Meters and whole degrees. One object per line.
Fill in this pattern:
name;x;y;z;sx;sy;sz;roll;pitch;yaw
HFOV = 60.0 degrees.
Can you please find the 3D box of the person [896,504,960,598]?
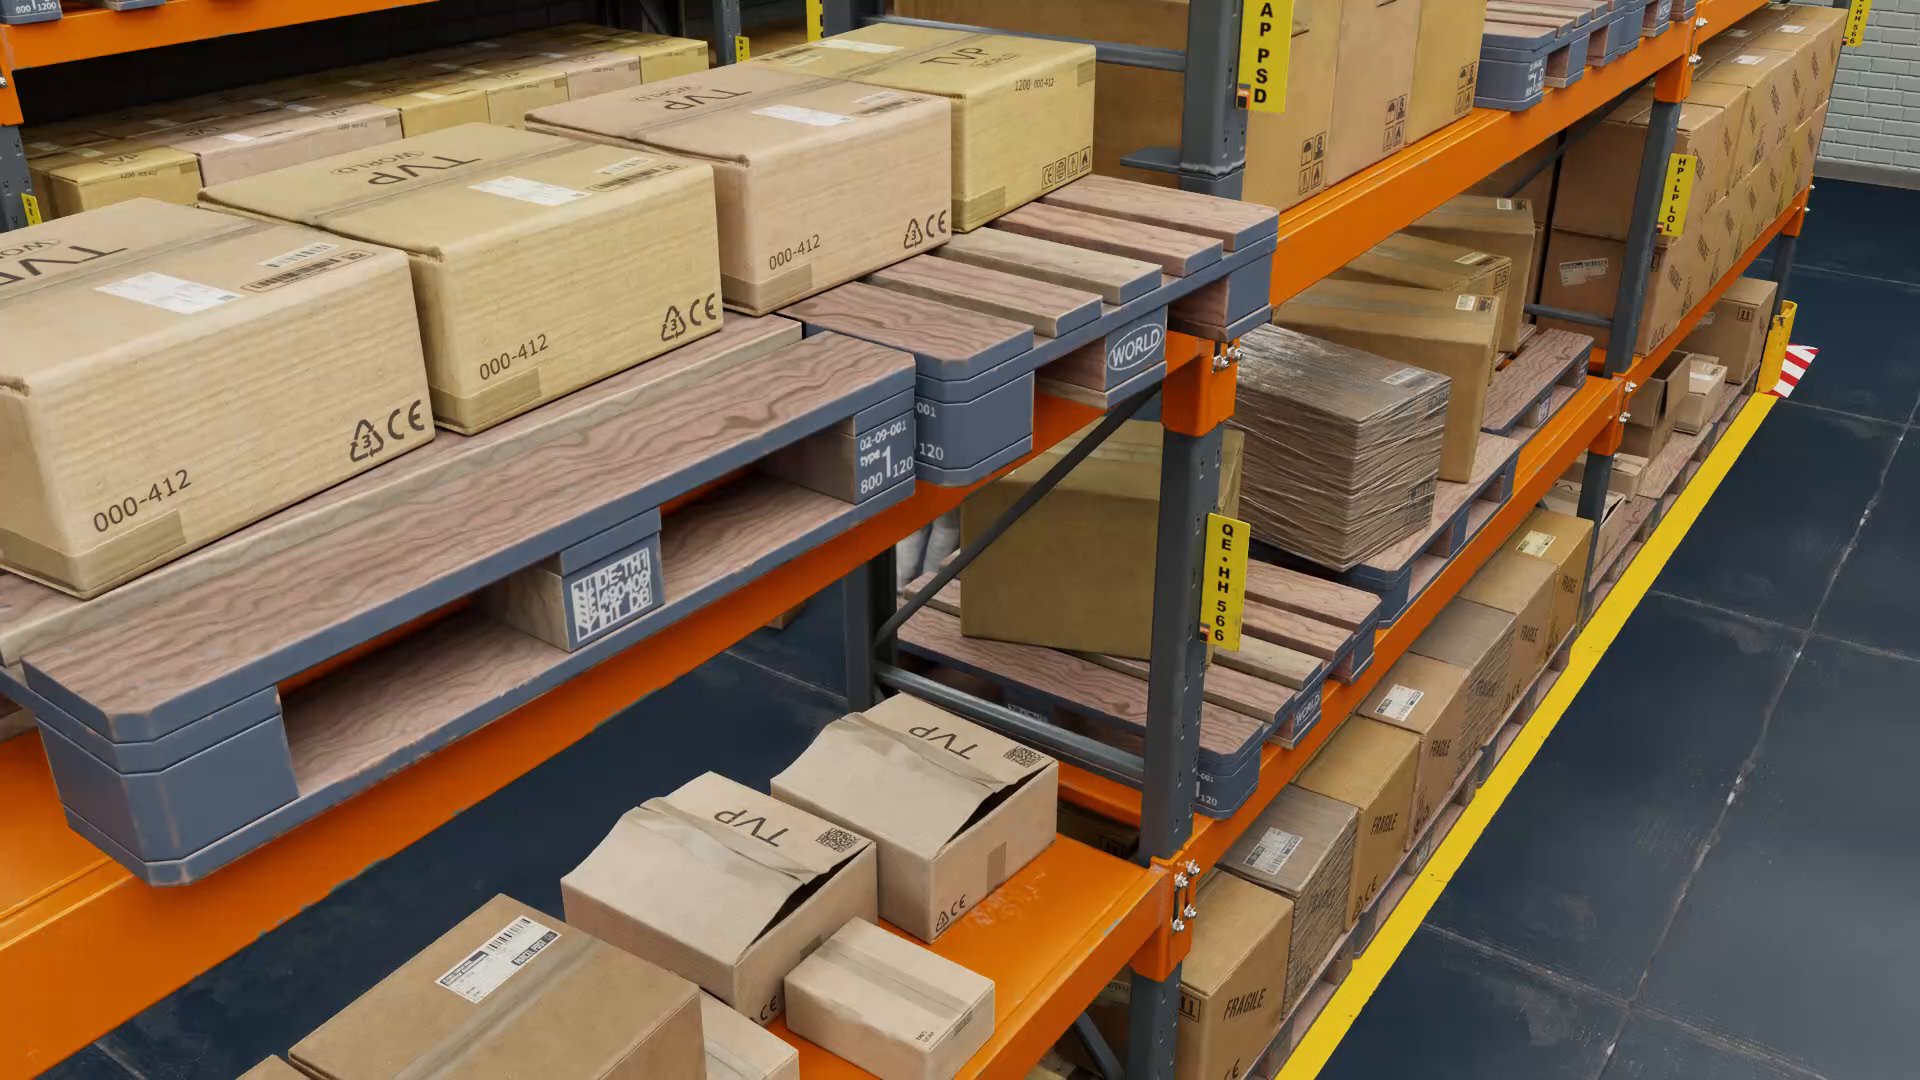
person;-0.096;-0.439;7.442;0.591;1.752;0.484;10;28;18
